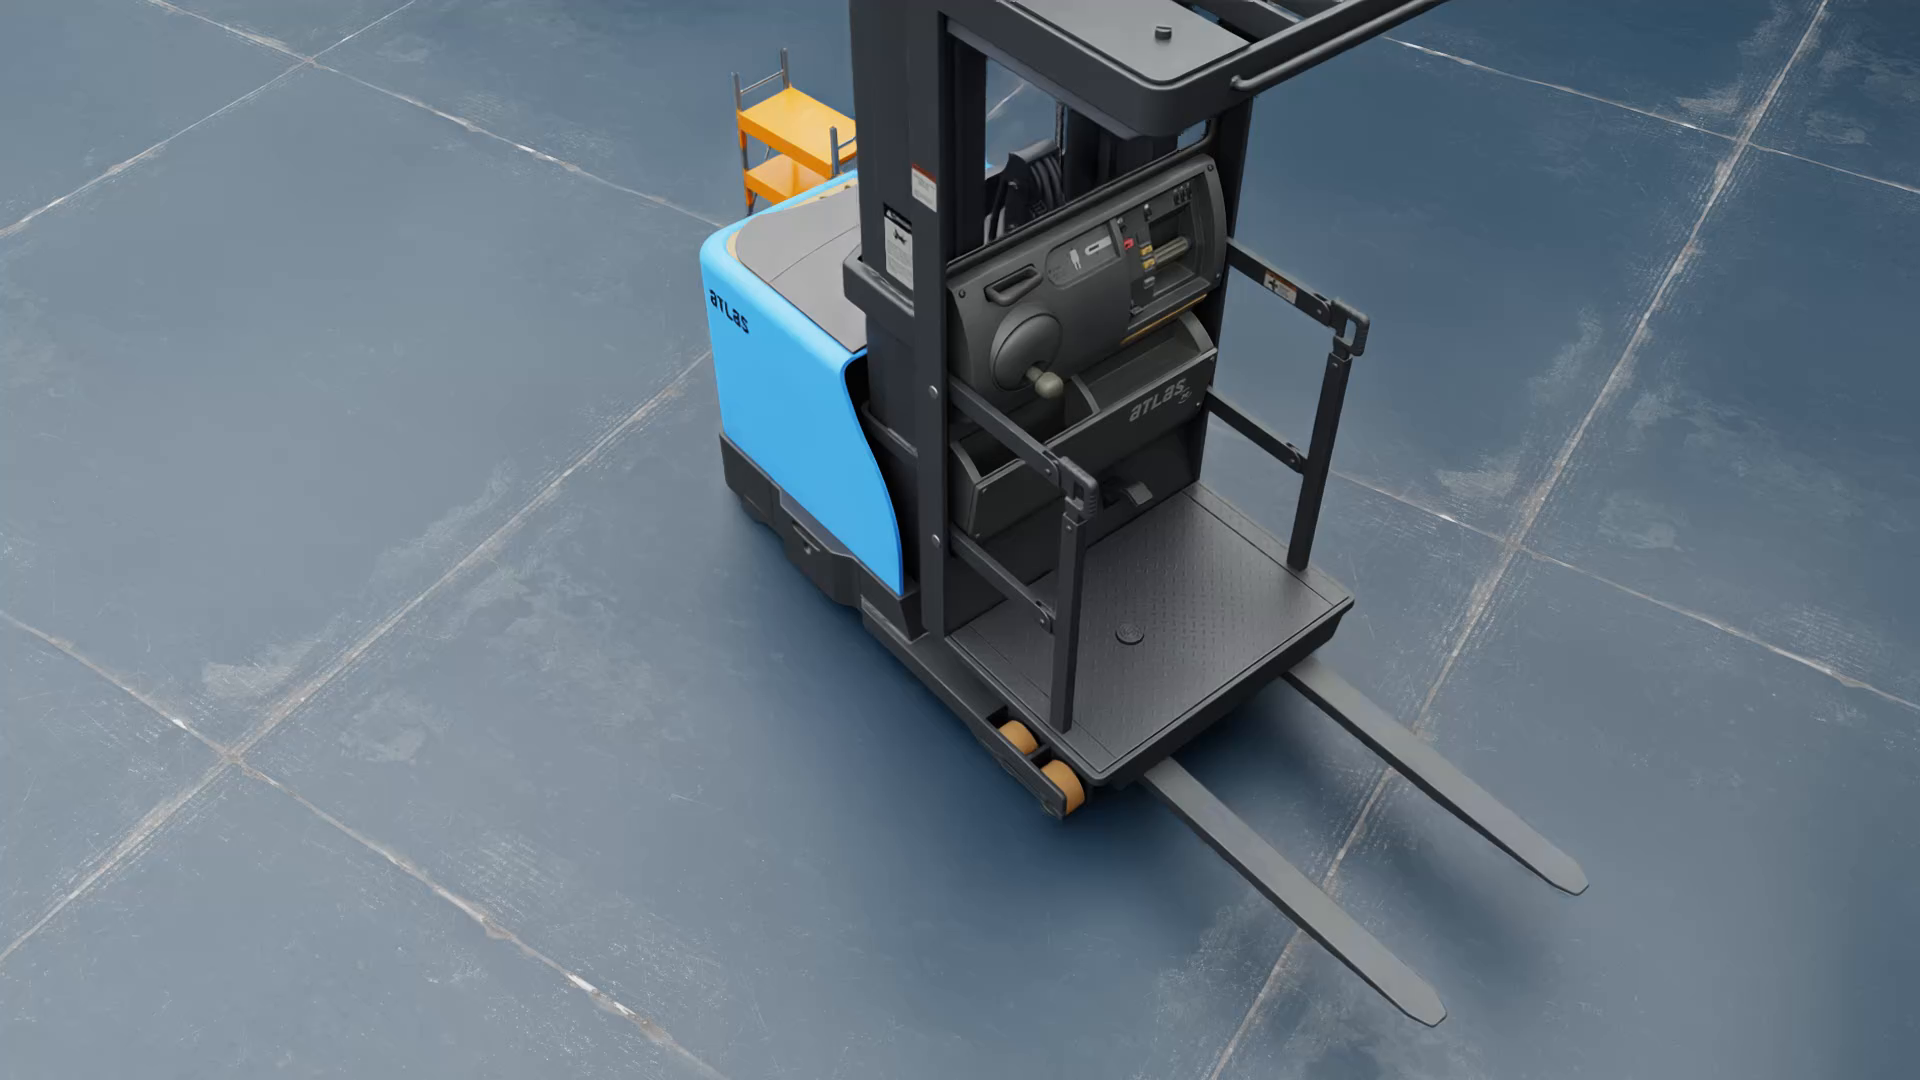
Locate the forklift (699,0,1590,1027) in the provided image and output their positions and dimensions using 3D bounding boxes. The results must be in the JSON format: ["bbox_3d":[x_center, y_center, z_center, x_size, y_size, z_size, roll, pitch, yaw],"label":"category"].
[{"bbox_3d":[0.497,-0.614,4.303,1.130,2.935,3.031,-31,53,-26],"label":"forklift"}]

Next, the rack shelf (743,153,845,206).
[{"bbox_3d":[-0.507,-1.200,5.860,0.480,0.148,0.258,35,55,29],"label":"rack shelf"}]

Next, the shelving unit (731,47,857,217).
[{"bbox_3d":[-0.507,-1.091,5.972,0.503,1.200,0.258,35,55,29],"label":"shelving unit"}]

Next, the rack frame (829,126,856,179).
[{"bbox_3d":[-0.332,-0.969,5.853,0.015,1.200,0.240,35,55,29],"label":"rack frame"}]

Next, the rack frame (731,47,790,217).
[{"bbox_3d":[-0.682,-1.212,6.091,0.015,1.200,0.240,35,55,29],"label":"rack frame"}]

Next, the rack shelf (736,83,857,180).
[{"bbox_3d":[-0.508,-1.365,5.691,0.480,0.148,0.258,35,55,29],"label":"rack shelf"}]
